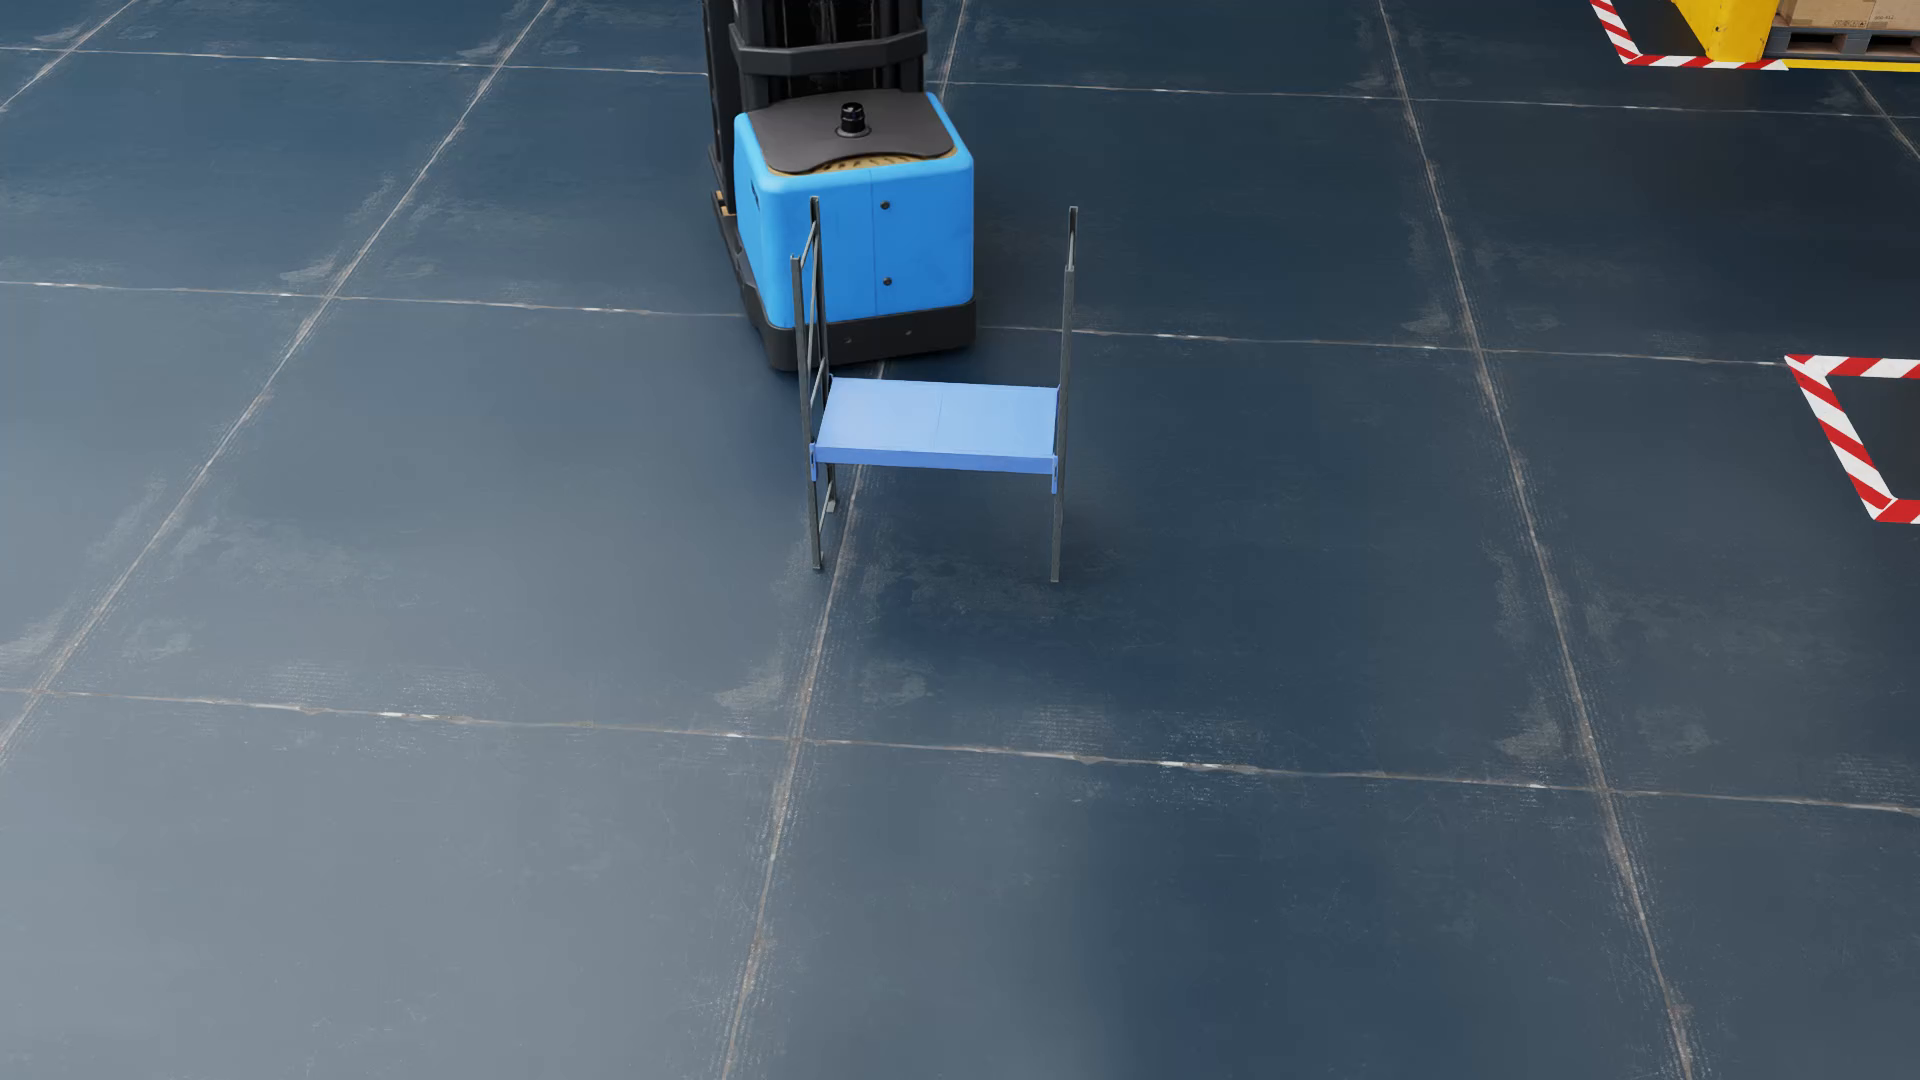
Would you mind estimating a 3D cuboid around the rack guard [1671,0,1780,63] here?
[{"bbox_3d":[5.285,-3.781,11.499,0.348,0.500,1.175,3,39,4],"label":"rack guard"}]

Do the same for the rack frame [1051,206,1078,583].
[{"bbox_3d":[0.421,-0.559,6.748,0.032,1.500,0.500,3,39,4],"label":"rack frame"}]

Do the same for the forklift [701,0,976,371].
[{"bbox_3d":[-0.793,-2.901,8.493,1.130,2.935,3.031,-10,40,-12],"label":"forklift"}]

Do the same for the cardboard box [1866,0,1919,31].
[{"bbox_3d":[6.322,-3.651,11.205,0.500,0.250,0.500,3,39,4],"label":"cardboard box"}]

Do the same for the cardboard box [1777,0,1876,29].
[{"bbox_3d":[5.824,-3.676,11.236,0.500,0.250,0.500,3,39,4],"label":"cardboard box"}]

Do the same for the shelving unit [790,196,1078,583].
[{"bbox_3d":[-0.085,-0.586,6.782,1.048,1.500,0.538,3,39,4],"label":"shelving unit"}]

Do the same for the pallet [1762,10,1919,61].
[{"bbox_3d":[6.074,-3.652,11.569,1.213,0.211,1.003,3,39,4],"label":"pallet"}]

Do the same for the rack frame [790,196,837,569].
[{"bbox_3d":[-0.591,-0.614,6.816,0.032,1.500,0.500,3,39,4],"label":"rack frame"}]

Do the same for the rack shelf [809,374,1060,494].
[{"bbox_3d":[-0.085,-0.447,6.896,1.000,0.185,0.538,3,39,4],"label":"rack shelf"}]
